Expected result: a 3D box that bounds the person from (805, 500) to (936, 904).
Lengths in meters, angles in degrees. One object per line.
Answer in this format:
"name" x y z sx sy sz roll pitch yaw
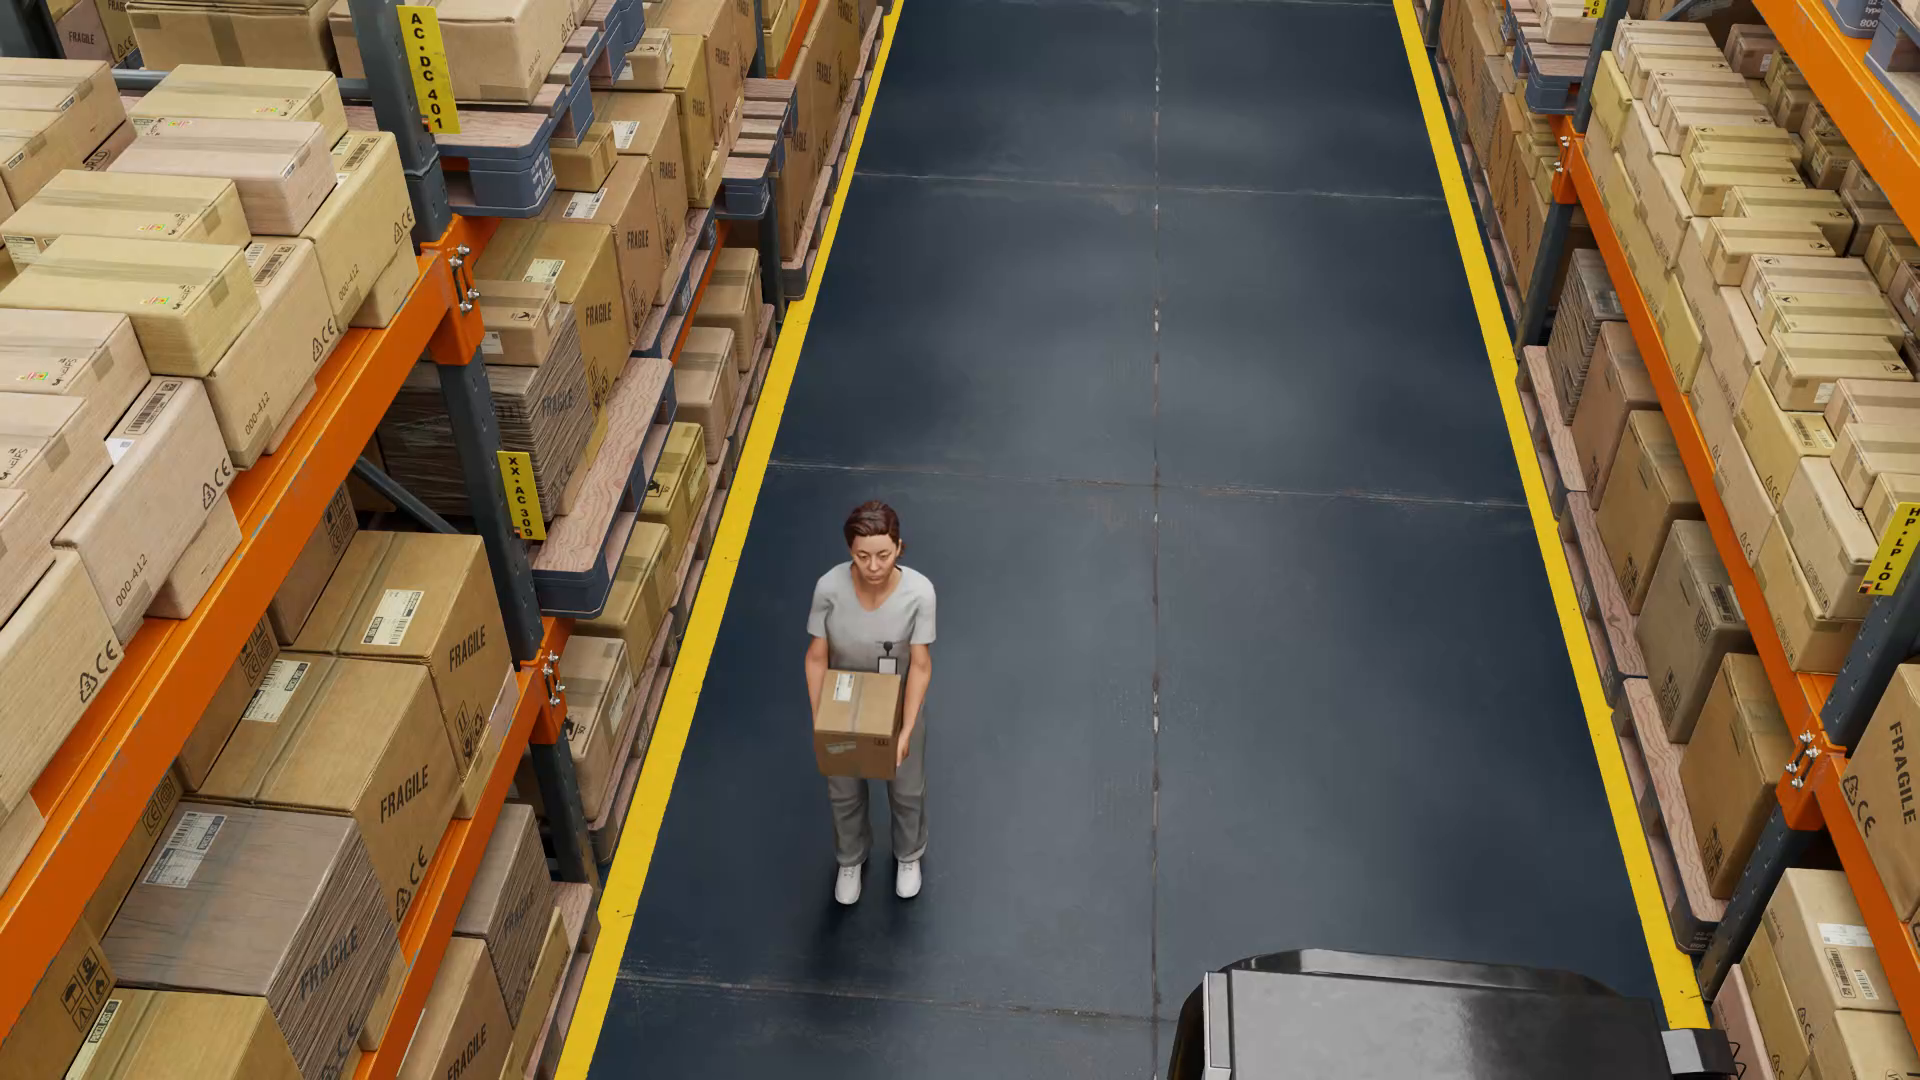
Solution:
"person" -0.304 0.625 5.726 0.437 1.658 0.537 4 40 5
